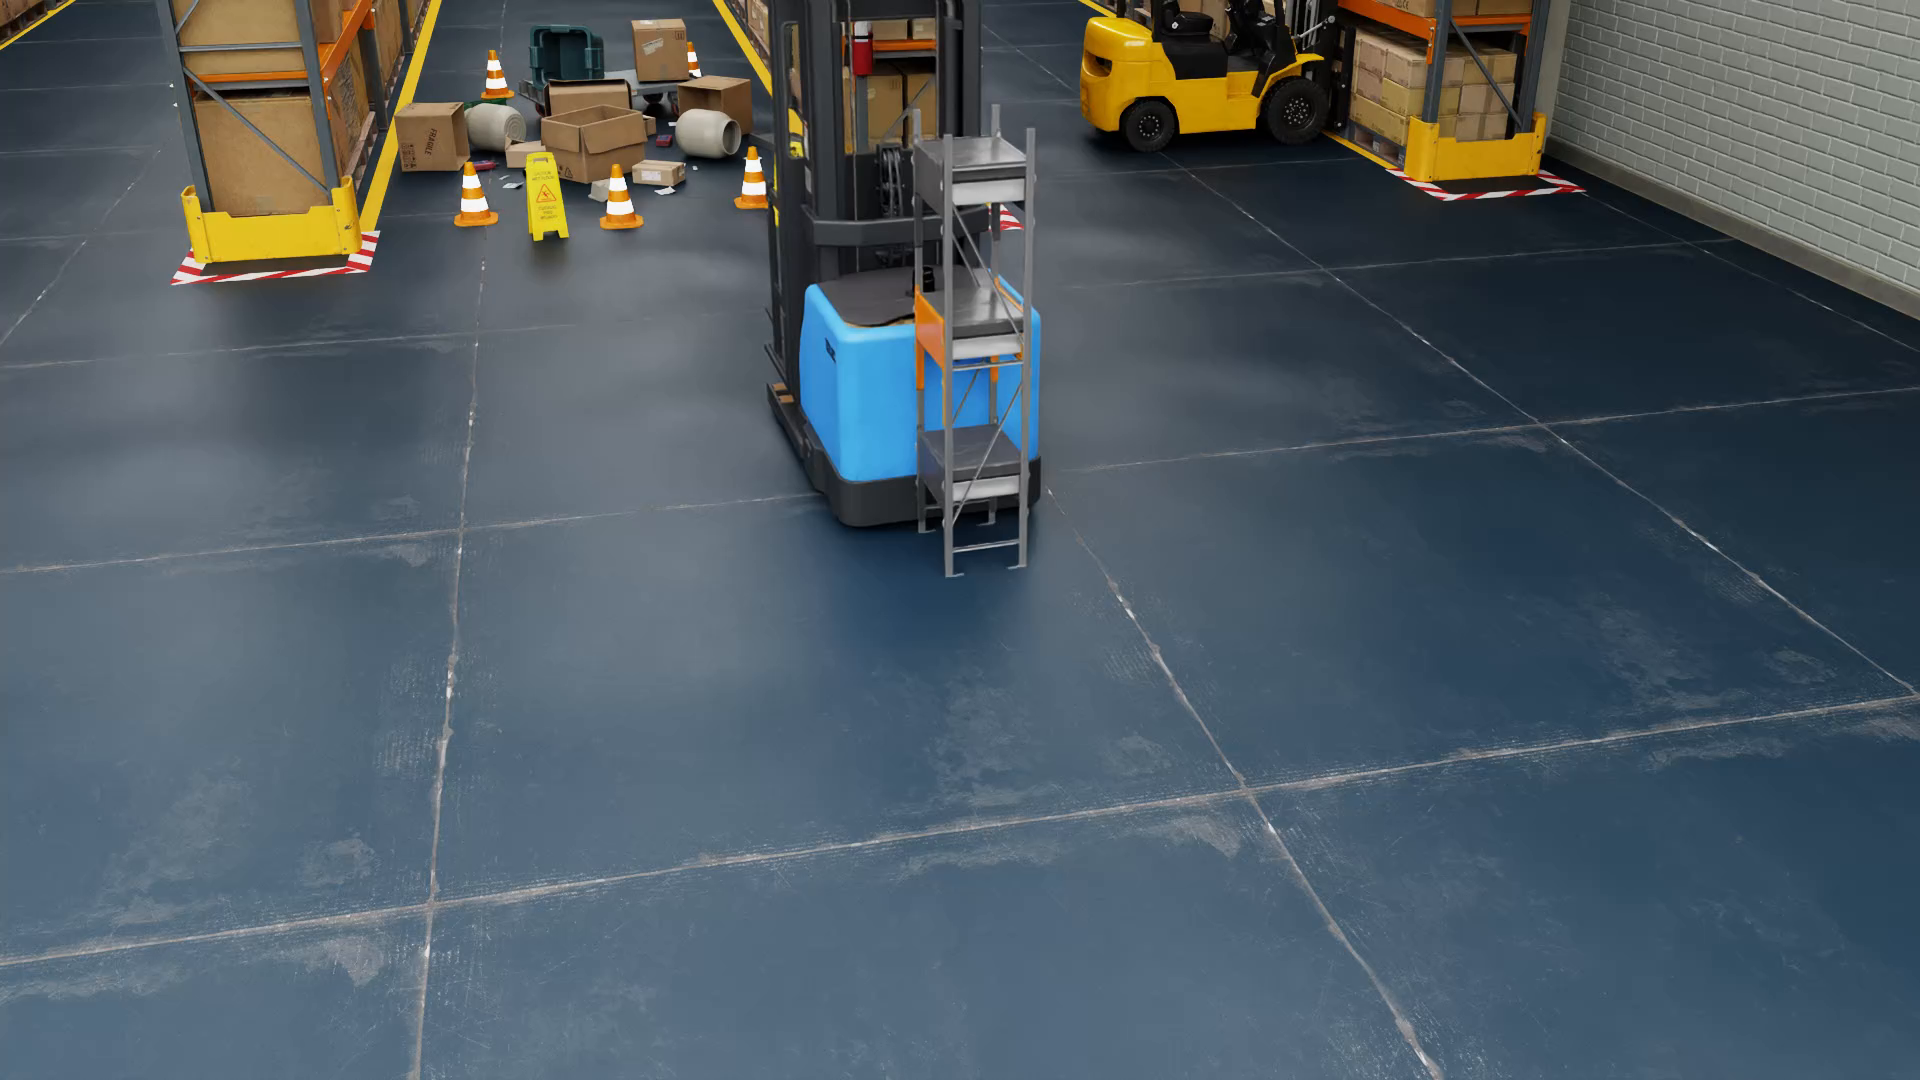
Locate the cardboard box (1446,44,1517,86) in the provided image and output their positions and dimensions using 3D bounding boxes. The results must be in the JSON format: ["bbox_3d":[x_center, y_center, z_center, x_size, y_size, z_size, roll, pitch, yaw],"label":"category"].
[{"bbox_3d":[4.572,-4.215,14.748,0.500,0.250,0.500,-6,27,-12],"label":"cardboard box"}]

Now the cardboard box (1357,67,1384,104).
[{"bbox_3d":[3.979,-4.165,15.204,0.500,0.250,0.500,-6,27,-12],"label":"cardboard box"}]

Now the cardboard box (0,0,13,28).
[{"bbox_3d":[-12.126,-6.515,19.720,1.225,0.875,0.875,-6,27,-11],"label":"cardboard box"}]

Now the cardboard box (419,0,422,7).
[{"bbox_3d":[-7.205,-7.115,21.326,0.500,0.500,0.500,-7,28,-13],"label":"cardboard box"}]

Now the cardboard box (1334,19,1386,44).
[{"bbox_3d":[3.737,-4.823,15.952,0.500,0.250,0.500,-7,28,-13],"label":"cardboard box"}]

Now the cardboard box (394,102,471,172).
[{"bbox_3d":[-4.691,-3.590,14.805,0.500,0.500,0.500,-1,27,-3],"label":"cardboard box"}]

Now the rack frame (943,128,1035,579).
[{"bbox_3d":[0.124,-0.781,7.467,0.400,2.100,0.015,-8,28,-15],"label":"rack frame"}]

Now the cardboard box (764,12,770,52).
[{"bbox_3d":[-1.685,-5.694,18.652,0.950,0.372,0.625,-5,27,-10],"label":"cardboard box"}]

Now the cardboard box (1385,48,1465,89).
[{"bbox_3d":[4.088,-4.156,14.630,0.500,0.250,0.500,-5,27,-10],"label":"cardboard box"}]

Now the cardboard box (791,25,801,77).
[{"bbox_3d":[-1.371,-4.837,16.258,0.500,0.500,0.500,-5,27,-9],"label":"cardboard box"}]

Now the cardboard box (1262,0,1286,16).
[{"bbox_3d":[3.398,-5.497,17.287,0.500,0.250,0.500,-6,27,-12],"label":"cardboard box"}]

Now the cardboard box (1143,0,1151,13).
[{"bbox_3d":[2.820,-6.943,20.846,0.875,0.625,0.625,-5,27,-10],"label":"cardboard box"}]

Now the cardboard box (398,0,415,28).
[{"bbox_3d":[-6.853,-6.446,20.000,0.500,0.500,0.500,-7,28,-14],"label":"cardboard box"}]

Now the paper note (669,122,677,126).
[{"bbox_3d":[-2.784,-4.098,16.335,0.148,0.019,0.142,-6,27,-12],"label":"paper note"}]

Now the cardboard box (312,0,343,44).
[{"bbox_3d":[-5.416,-4.249,13.173,0.875,0.550,0.550,-6,27,-12],"label":"cardboard box"}]

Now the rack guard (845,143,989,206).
[{"bbox_3d":[-0.357,-2.990,13.620,1.175,0.500,0.348,-6,27,-12],"label":"rack guard"}]

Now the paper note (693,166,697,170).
[{"bbox_3d":[-2.359,-3.314,14.805,0.032,0.001,0.123,-6,27,-12],"label":"paper note"}]

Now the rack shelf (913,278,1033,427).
[{"bbox_3d":[0.055,-0.874,7.682,0.431,0.518,0.480,-8,28,-15],"label":"rack shelf"}]

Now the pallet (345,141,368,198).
[{"bbox_3d":[-5.667,-3.159,14.274,1.003,0.211,1.213,-6,27,-12],"label":"pallet"}]

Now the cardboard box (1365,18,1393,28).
[{"bbox_3d":[4.245,-4.881,16.066,0.500,0.250,0.500,-6,27,-13],"label":"cardboard box"}]

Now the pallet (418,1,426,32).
[{"bbox_3d":[-7.388,-6.671,21.232,1.003,0.211,1.213,-6,27,-12],"label":"pallet"}]

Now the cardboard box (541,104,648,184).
[{"bbox_3d":[-3.202,-3.473,14.572,0.637,0.503,0.797,19,32,32],"label":"cardboard box"}]

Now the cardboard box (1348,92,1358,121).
[{"bbox_3d":[3.875,-4.153,15.734,0.500,0.250,0.500,-6,27,-11],"label":"cardboard box"}]

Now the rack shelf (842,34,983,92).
[{"bbox_3d":[-0.790,-4.630,14.892,1.077,0.370,4.000,-6,27,-12],"label":"rack shelf"}]

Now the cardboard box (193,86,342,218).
[{"bbox_3d":[-5.357,-3.056,12.868,0.875,0.875,0.875,-6,27,-11],"label":"cardboard box"}]

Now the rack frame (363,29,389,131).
[{"bbox_3d":[-6.041,-5.282,15.386,1.000,3.000,0.127,-6,27,-12],"label":"rack frame"}]

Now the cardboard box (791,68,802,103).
[{"bbox_3d":[-1.371,-4.503,16.427,0.500,0.250,0.500,-7,28,-14],"label":"cardboard box"}]

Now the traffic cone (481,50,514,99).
[{"bbox_3d":[-4.872,-4.892,17.428,0.336,0.463,0.334,-6,27,-12],"label":"traffic cone"}]

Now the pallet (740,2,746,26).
[{"bbox_3d":[-2.247,-6.694,21.278,1.003,0.211,1.213,-6,27,-12],"label":"pallet"}]

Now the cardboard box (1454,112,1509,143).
[{"bbox_3d":[4.576,-3.774,14.984,0.500,0.250,0.500,-6,27,-11],"label":"cardboard box"}]

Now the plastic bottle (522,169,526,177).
[{"bbox_3d":[-3.739,-3.208,14.539,0.133,0.061,0.283,-16,31,-29],"label":"plastic bottle"}]

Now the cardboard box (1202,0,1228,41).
[{"bbox_3d":[3.298,-6.031,19.040,0.875,0.625,0.625,-6,27,-12],"label":"cardboard box"}]

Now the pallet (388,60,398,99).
[{"bbox_3d":[-6.567,-4.905,17.733,1.003,0.211,1.213,-6,27,-12],"label":"pallet"}]

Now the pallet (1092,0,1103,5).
[{"bbox_3d":[2.290,-7.712,23.295,1.003,0.211,1.213,-6,27,-12],"label":"pallet"}]

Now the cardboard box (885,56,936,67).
[{"bbox_3d":[-0.380,-3.989,14.578,0.500,0.500,0.500,-7,28,-14],"label":"cardboard box"}]

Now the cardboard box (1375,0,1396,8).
[{"bbox_3d":[4.021,-5.041,14.798,0.500,0.500,0.500,-5,27,-10],"label":"cardboard box"}]

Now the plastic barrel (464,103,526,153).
[{"bbox_3d":[-4.291,-3.790,15.288,0.512,0.421,0.421,13,30,24],"label":"plastic barrel"}]

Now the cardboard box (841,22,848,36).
[{"bbox_3d":[-0.797,-4.203,13.528,0.380,0.149,0.250,-6,27,-12],"label":"cardboard box"}]

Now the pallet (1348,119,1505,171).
[{"bbox_3d":[4.283,-3.665,15.278,1.003,0.211,1.213,-6,27,-12],"label":"pallet"}]

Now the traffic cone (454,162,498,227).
[{"bbox_3d":[-3.876,-2.771,13.226,0.336,0.463,0.334,-6,27,-12],"label":"traffic cone"}]

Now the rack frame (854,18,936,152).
[{"bbox_3d":[-0.339,-4.073,12.991,1.000,3.000,0.127,-6,27,-12],"label":"rack frame"}]

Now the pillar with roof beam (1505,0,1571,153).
[{"bbox_3d":[1.023,-7.217,12.562,9.100,9.000,0.400,-6,27,-12],"label":"pillar with roof beam"}]

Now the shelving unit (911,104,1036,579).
[{"bbox_3d":[0.055,-0.886,7.675,0.431,2.100,0.503,-8,28,-15],"label":"shelving unit"}]

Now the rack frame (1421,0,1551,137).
[{"bbox_3d":[4.496,-4.579,13.993,1.000,3.000,0.127,-6,27,-12],"label":"rack frame"}]

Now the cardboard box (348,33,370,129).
[{"bbox_3d":[-5.967,-4.238,15.209,0.875,0.875,0.875,-6,27,-11],"label":"cardboard box"}]

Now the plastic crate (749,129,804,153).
[{"bbox_3d":[-1.686,-3.753,15.597,0.402,0.080,0.583,-16,31,-29],"label":"plastic crate"}]

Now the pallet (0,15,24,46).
[{"bbox_3d":[-12.173,-6.222,20.343,1.003,0.211,1.213,-6,27,-12],"label":"pallet"}]

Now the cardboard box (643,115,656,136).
[{"bbox_3d":[-3.148,-4.033,15.945,0.396,0.266,0.258,19,32,32],"label":"cardboard box"}]

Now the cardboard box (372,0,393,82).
[{"bbox_3d":[-6.482,-5.152,17.160,1.050,0.750,0.750,-6,27,-12],"label":"cardboard box"}]

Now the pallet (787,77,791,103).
[{"bbox_3d":[-1.418,-4.926,17.775,1.003,0.211,1.213,-6,27,-12],"label":"pallet"}]

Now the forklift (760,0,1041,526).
[{"bbox_3d":[-0.498,-2.020,8.999,1.130,2.935,3.031,-8,28,-15],"label":"forklift"}]

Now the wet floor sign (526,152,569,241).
[{"bbox_3d":[-3.204,-2.663,12.811,0.267,0.644,0.232,-11,29,-20],"label":"wet floor sign"}]
